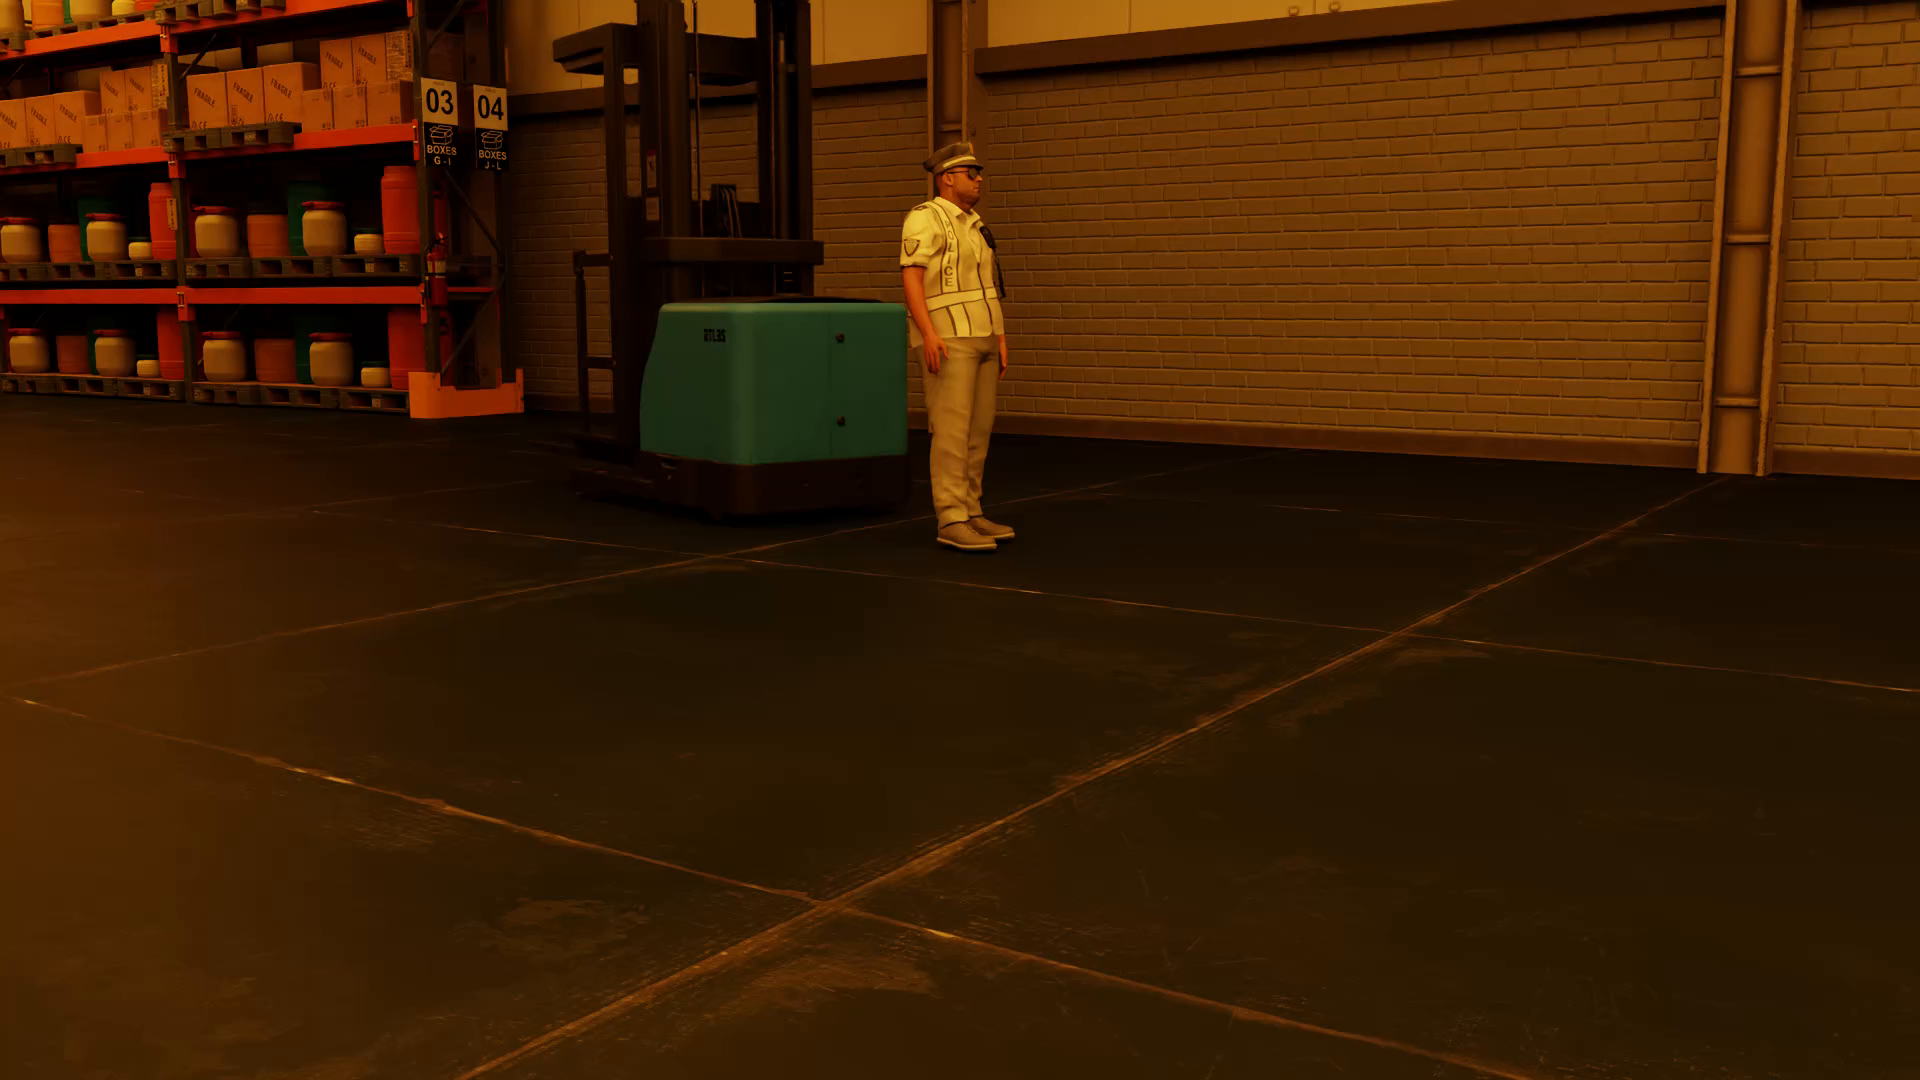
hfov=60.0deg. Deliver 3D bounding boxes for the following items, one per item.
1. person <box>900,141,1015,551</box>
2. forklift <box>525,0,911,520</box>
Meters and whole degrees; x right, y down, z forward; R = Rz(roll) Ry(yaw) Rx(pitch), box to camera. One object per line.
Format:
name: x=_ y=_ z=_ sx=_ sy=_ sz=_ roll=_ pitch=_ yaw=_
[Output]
person: x=0.058 y=-0.882 z=7.424 sx=0.575 sy=1.780 sz=0.640 roll=5 pitch=10 yaw=34
forklift: x=-1.537 y=-1.709 z=9.208 sx=1.130 sy=2.935 sz=3.031 roll=-6 pitch=10 yaw=-37
